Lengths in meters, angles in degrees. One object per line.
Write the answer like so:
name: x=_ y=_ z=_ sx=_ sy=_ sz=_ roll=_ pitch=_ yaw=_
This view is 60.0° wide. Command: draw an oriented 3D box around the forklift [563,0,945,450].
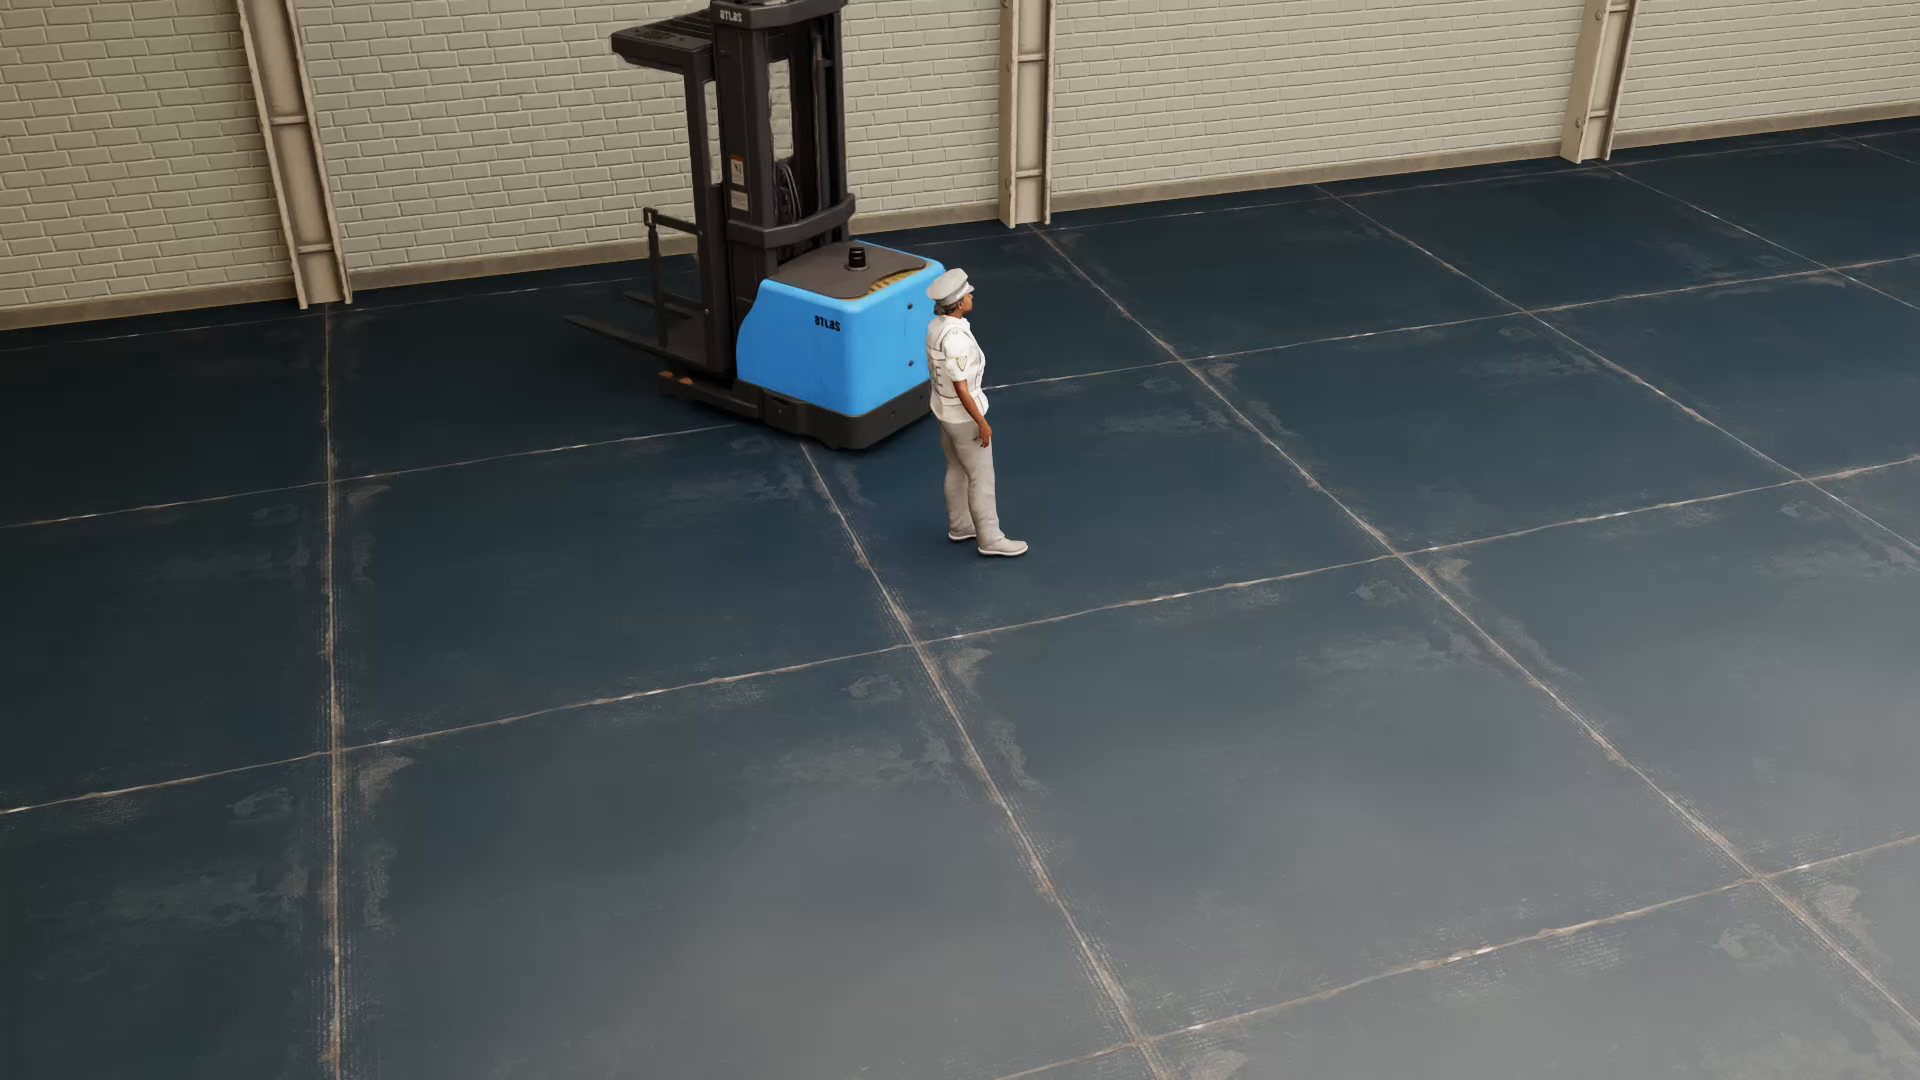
forklift: x=-1.572 y=-2.438 z=11.324 sx=3.031 sy=2.935 sz=1.130 roll=20 pitch=36 yaw=31

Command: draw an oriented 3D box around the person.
person: x=0.077 y=-0.743 z=9.604 sx=0.530 sy=1.695 sz=0.569 roll=-10 pitch=31 yaw=-16
